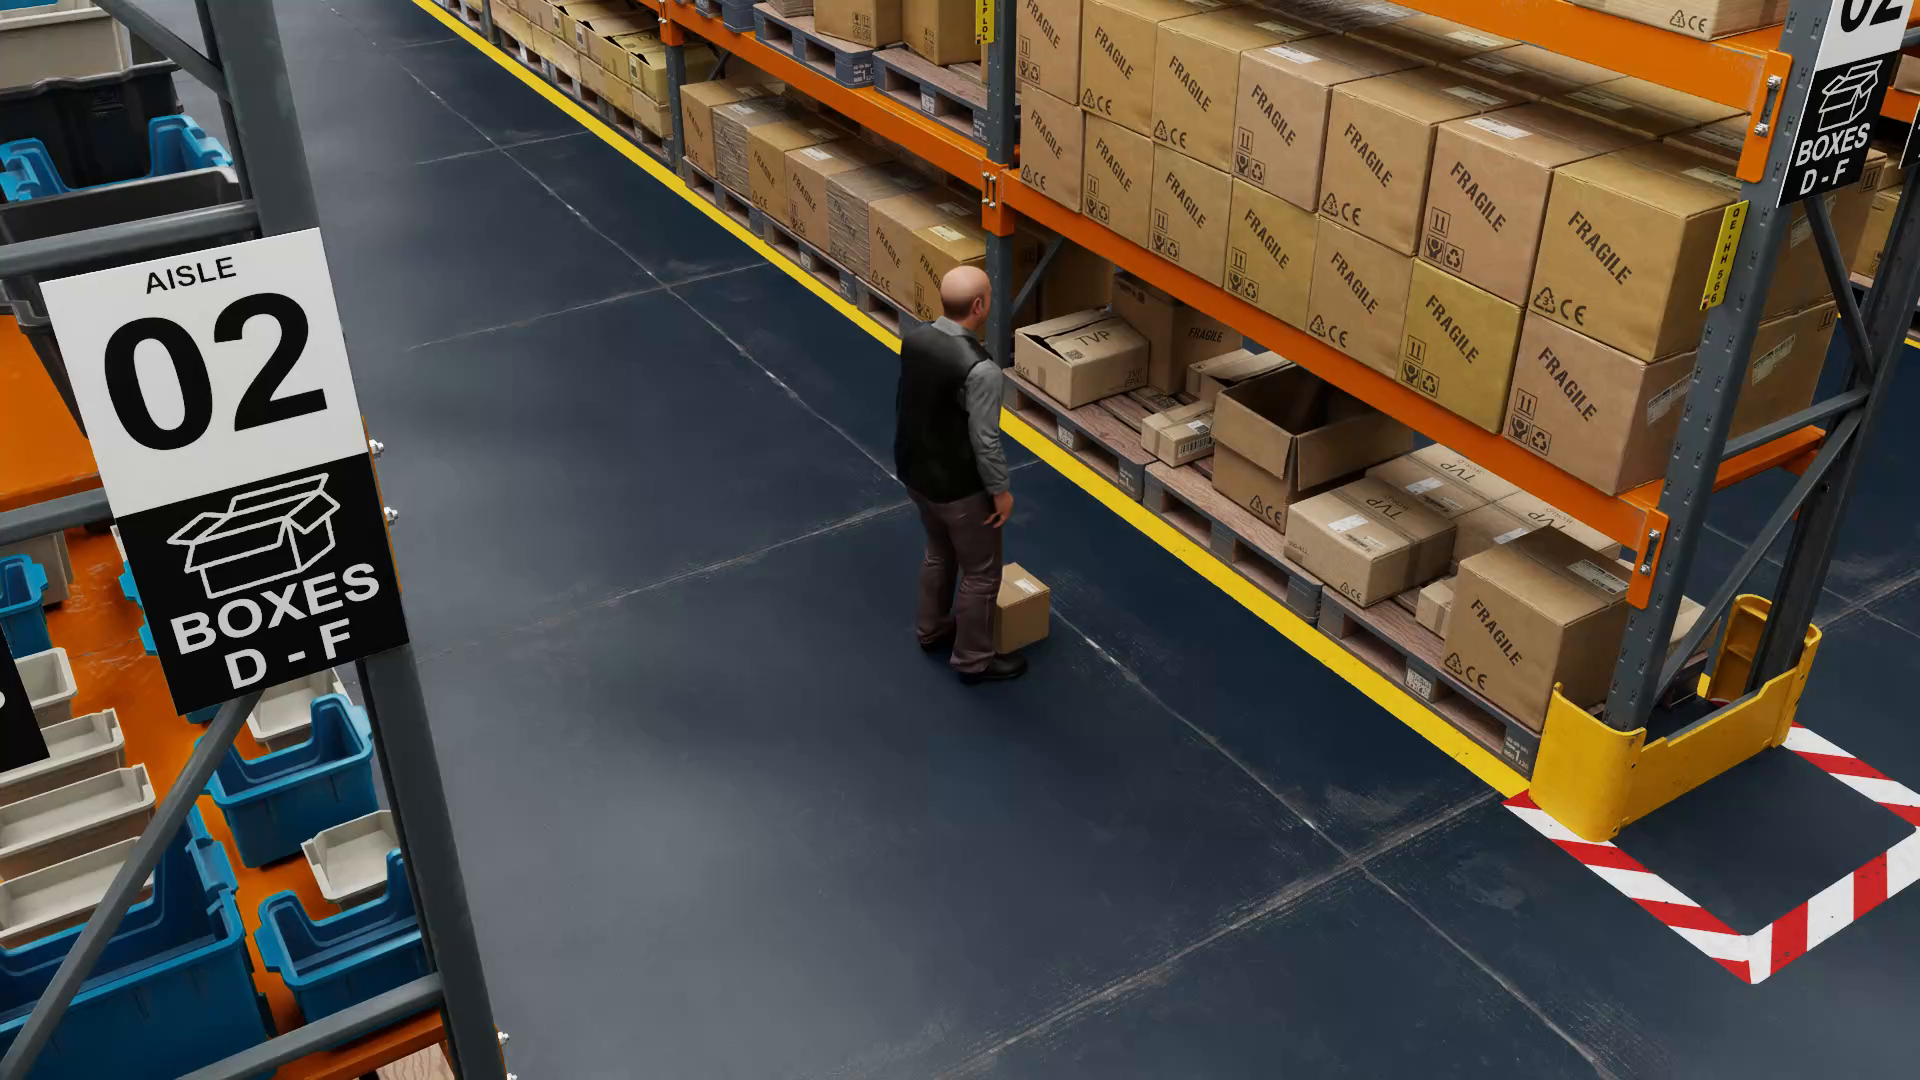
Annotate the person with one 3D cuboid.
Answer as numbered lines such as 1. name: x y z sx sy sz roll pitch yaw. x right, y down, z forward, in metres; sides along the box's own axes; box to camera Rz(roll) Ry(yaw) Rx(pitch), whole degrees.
1. person: -0.030 -0.246 6.548 0.418 1.721 0.593 -21 38 -30
